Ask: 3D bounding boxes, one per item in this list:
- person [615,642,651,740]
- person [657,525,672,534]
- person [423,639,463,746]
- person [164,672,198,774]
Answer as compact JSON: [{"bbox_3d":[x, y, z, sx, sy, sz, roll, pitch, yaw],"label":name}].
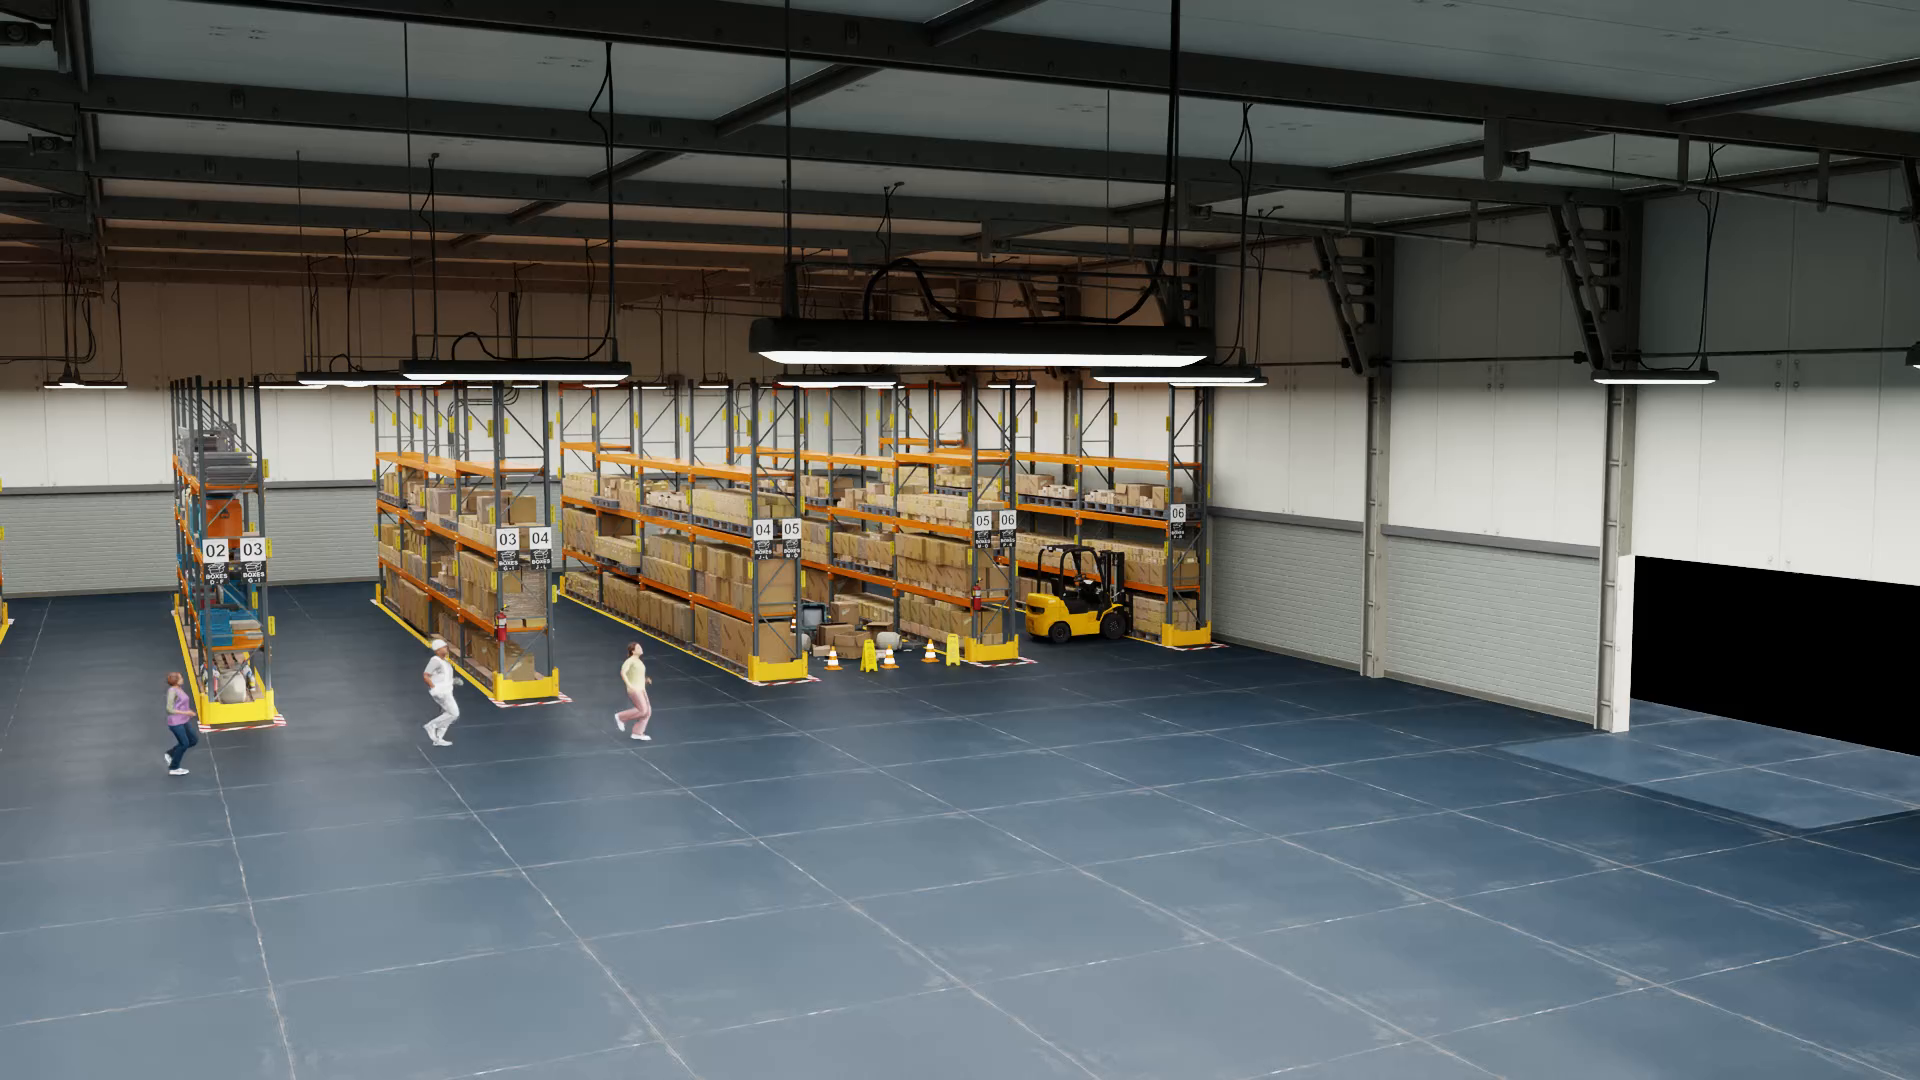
[{"bbox_3d":[-5.386,2.485,27.427,0.563,1.628,0.616,1,5,11],"label":"person"},{"bbox_3d":[-9.127,0.321,50.801,0.657,1.751,0.624,5,7,44],"label":"person"},{"bbox_3d":[-8.350,2.467,26.892,0.592,1.738,0.683,0,5,-5],"label":"person"},{"bbox_3d":[-11.662,2.734,24.878,0.549,1.554,0.528,-1,5,-7],"label":"person"}]
